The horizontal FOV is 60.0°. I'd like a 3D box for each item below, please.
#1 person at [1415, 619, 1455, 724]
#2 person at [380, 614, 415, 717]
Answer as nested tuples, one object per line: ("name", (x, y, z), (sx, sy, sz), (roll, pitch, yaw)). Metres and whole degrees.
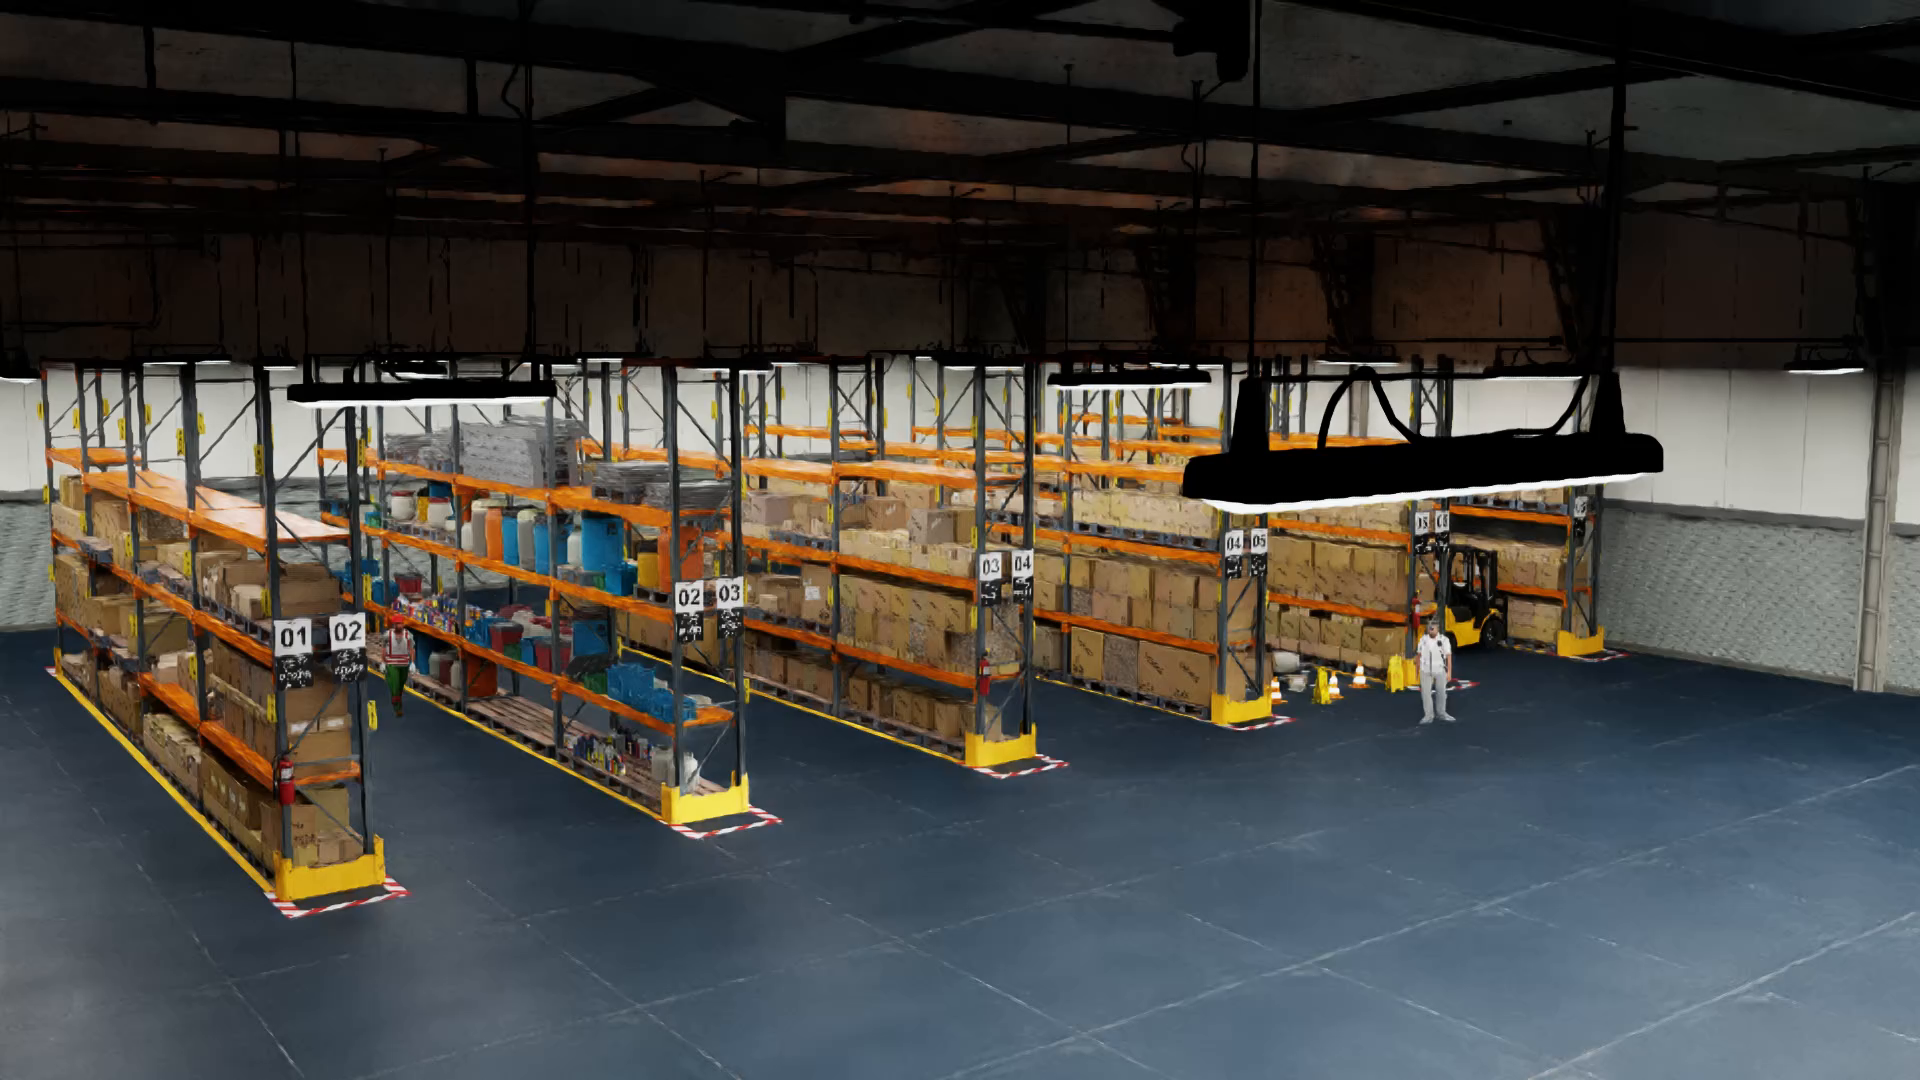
("person", (7.894, 2.160, 27.627), (0.653, 1.745, 0.559), (3, 8, 26))
("person", (-9.491, 2.088, 28.148), (0.555, 1.705, 1.120), (-5, 8, -33))
